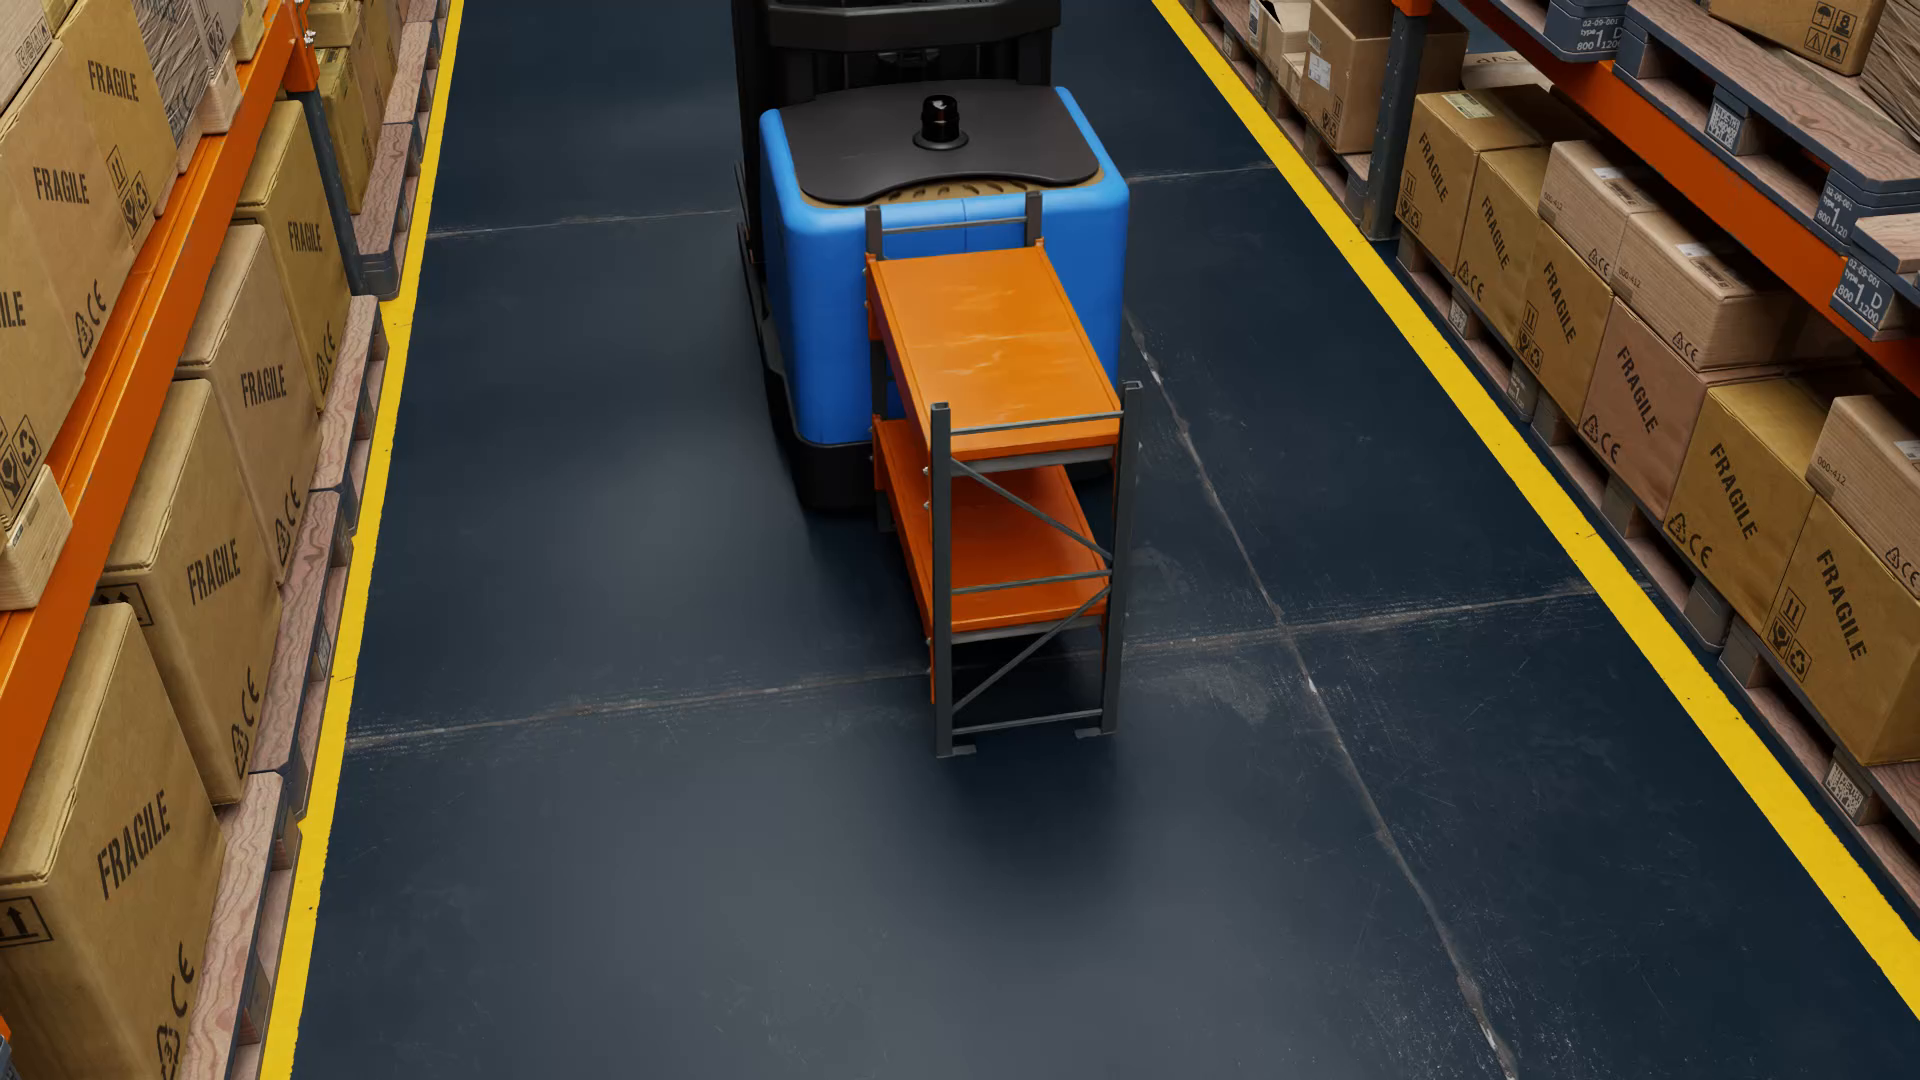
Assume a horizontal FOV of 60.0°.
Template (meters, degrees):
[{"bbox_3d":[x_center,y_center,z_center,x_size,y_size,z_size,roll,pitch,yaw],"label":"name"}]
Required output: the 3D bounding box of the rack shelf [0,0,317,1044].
[{"bbox_3d":[-2.367,-0.462,3.986,1.077,0.370,4.000,-6,38,-8],"label":"rack shelf"}]

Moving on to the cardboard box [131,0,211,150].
[{"bbox_3d":[-2.210,-1.256,4.081,0.500,0.500,0.500,-6,38,-8],"label":"cardboard box"}]

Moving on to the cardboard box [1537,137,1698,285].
[{"bbox_3d":[2.179,-1.049,5.223,0.500,0.250,0.500,-6,38,-8],"label":"cardboard box"}]

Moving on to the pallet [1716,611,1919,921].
[{"bbox_3d":[2.766,0.573,4.340,1.003,0.211,1.213,-6,38,-8],"label":"pallet"}]

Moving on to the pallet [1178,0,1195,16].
[{"bbox_3d":[1.612,-3.276,9.295,1.003,0.211,1.213,-6,38,-8],"label":"pallet"}]

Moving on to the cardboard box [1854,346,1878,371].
[{"bbox_3d":[2.785,-0.499,5.126,0.500,0.500,0.500,-7,38,-9],"label":"cardboard box"}]

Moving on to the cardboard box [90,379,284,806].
[{"bbox_3d":[-2.163,0.157,4.013,0.750,0.750,0.750,-6,38,-8],"label":"cardboard box"}]

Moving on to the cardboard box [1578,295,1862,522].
[{"bbox_3d":[2.277,-0.428,5.035,0.500,0.500,0.500,-8,38,-10],"label":"cardboard box"}]

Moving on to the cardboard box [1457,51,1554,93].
[{"bbox_3d":[2.298,-1.878,7.055,0.500,0.311,0.500,-6,38,-8],"label":"cardboard box"}]

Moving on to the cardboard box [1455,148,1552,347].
[{"bbox_3d":[2.108,-1.036,5.818,0.500,0.500,0.500,-6,38,-7],"label":"cardboard box"}]

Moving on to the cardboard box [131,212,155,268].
[{"bbox_3d":[-2.165,-0.755,3.965,0.380,0.149,0.250,-5,38,-7],"label":"cardboard box"}]

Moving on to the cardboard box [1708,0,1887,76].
[{"bbox_3d":[2.529,-1.634,4.484,0.700,0.500,0.500,-16,41,-19],"label":"cardboard box"}]

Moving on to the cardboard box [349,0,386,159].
[{"bbox_3d":[-2.832,-1.899,6.945,0.700,0.500,0.500,-7,38,-8],"label":"cardboard box"}]

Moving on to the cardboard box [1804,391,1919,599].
[{"bbox_3d":[2.451,-0.129,4.039,0.500,0.250,0.500,-5,38,-6],"label":"cardboard box"}]

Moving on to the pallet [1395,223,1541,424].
[{"bbox_3d":[2.339,-0.901,6.237,1.003,0.211,1.213,-6,38,-8],"label":"pallet"}]

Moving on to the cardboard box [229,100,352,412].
[{"bbox_3d":[-2.476,-0.892,5.363,0.750,0.750,0.750,-6,38,-7],"label":"cardboard box"}]

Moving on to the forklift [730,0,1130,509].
[{"bbox_3d":[-0.273,-2.159,5.640,1.130,2.935,3.031,-7,38,-9],"label":"forklift"}]

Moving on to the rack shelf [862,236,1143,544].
[{"bbox_3d":[0.081,-0.428,4.407,0.538,0.278,1.000,-7,38,-9],"label":"rack shelf"}]

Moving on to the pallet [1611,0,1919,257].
[{"bbox_3d":[2.515,-1.171,4.469,1.003,0.211,1.213,-6,38,-8],"label":"pallet"}]

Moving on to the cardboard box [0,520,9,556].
[{"bbox_3d":[-1.849,-0.024,2.495,0.500,0.500,0.500,-5,38,-7],"label":"cardboard box"}]

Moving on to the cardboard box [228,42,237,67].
[{"bbox_3d":[-2.311,-1.378,4.767,0.380,0.149,0.250,-5,38,-7],"label":"cardboard box"}]

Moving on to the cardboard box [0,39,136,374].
[{"bbox_3d":[-2.018,-0.641,3.290,0.500,0.500,0.500,-6,38,-8],"label":"cardboard box"}]

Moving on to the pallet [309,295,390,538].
[{"bbox_3d":[-2.508,-0.395,5.586,1.003,0.211,1.213,-6,38,-8],"label":"pallet"}]

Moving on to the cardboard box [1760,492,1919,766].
[{"bbox_3d":[2.465,0.201,4.226,0.500,0.500,0.500,-5,38,-6],"label":"cardboard box"}]

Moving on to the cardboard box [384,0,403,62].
[{"bbox_3d":[-3.021,-2.531,7.758,0.700,0.500,0.500,-7,38,-9],"label":"cardboard box"}]

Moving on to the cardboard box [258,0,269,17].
[{"bbox_3d":[-2.380,-1.689,5.167,0.380,0.149,0.250,-6,38,-8],"label":"cardboard box"}]

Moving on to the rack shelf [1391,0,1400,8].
[{"bbox_3d":[1.808,-3.413,7.784,1.077,0.370,4.000,-6,38,-8],"label":"rack shelf"}]

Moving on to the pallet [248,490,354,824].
[{"bbox_3d":[-2.291,0.344,4.636,1.003,0.211,1.213,-6,38,-8],"label":"pallet"}]

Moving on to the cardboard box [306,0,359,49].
[{"bbox_3d":[-2.628,-2.078,6.646,0.380,0.149,0.250,-5,38,-6],"label":"cardboard box"}]

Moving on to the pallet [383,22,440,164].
[{"bbox_3d":[-2.991,-2.059,7.728,1.003,0.211,1.213,-6,38,-8],"label":"pallet"}]

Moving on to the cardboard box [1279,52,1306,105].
[{"bbox_3d":[1.655,-2.071,7.435,0.380,0.149,0.250,-6,38,-8],"label":"cardboard box"}]

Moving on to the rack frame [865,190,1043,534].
[{"bbox_3d":[-0.017,-0.503,4.981,0.500,1.125,0.032,-7,38,-9],"label":"rack frame"}]

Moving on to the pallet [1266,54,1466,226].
[{"bbox_3d":[2.039,-1.803,7.398,1.003,0.211,1.213,-6,38,-8],"label":"pallet"}]

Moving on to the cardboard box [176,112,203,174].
[{"bbox_3d":[-2.229,-1.070,4.370,0.380,0.149,0.250,-6,38,-8],"label":"cardboard box"}]

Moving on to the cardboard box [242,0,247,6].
[{"bbox_3d":[-2.388,-1.867,4.868,0.500,0.500,0.500,-7,38,-9],"label":"cardboard box"}]

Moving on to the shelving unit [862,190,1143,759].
[{"bbox_3d":[0.081,-0.197,4.587,0.538,1.125,1.048,-7,38,-9],"label":"shelving unit"}]

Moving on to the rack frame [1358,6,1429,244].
[{"bbox_3d":[2.159,-2.489,6.009,1.000,3.000,0.127,-6,38,-8],"label":"rack frame"}]
